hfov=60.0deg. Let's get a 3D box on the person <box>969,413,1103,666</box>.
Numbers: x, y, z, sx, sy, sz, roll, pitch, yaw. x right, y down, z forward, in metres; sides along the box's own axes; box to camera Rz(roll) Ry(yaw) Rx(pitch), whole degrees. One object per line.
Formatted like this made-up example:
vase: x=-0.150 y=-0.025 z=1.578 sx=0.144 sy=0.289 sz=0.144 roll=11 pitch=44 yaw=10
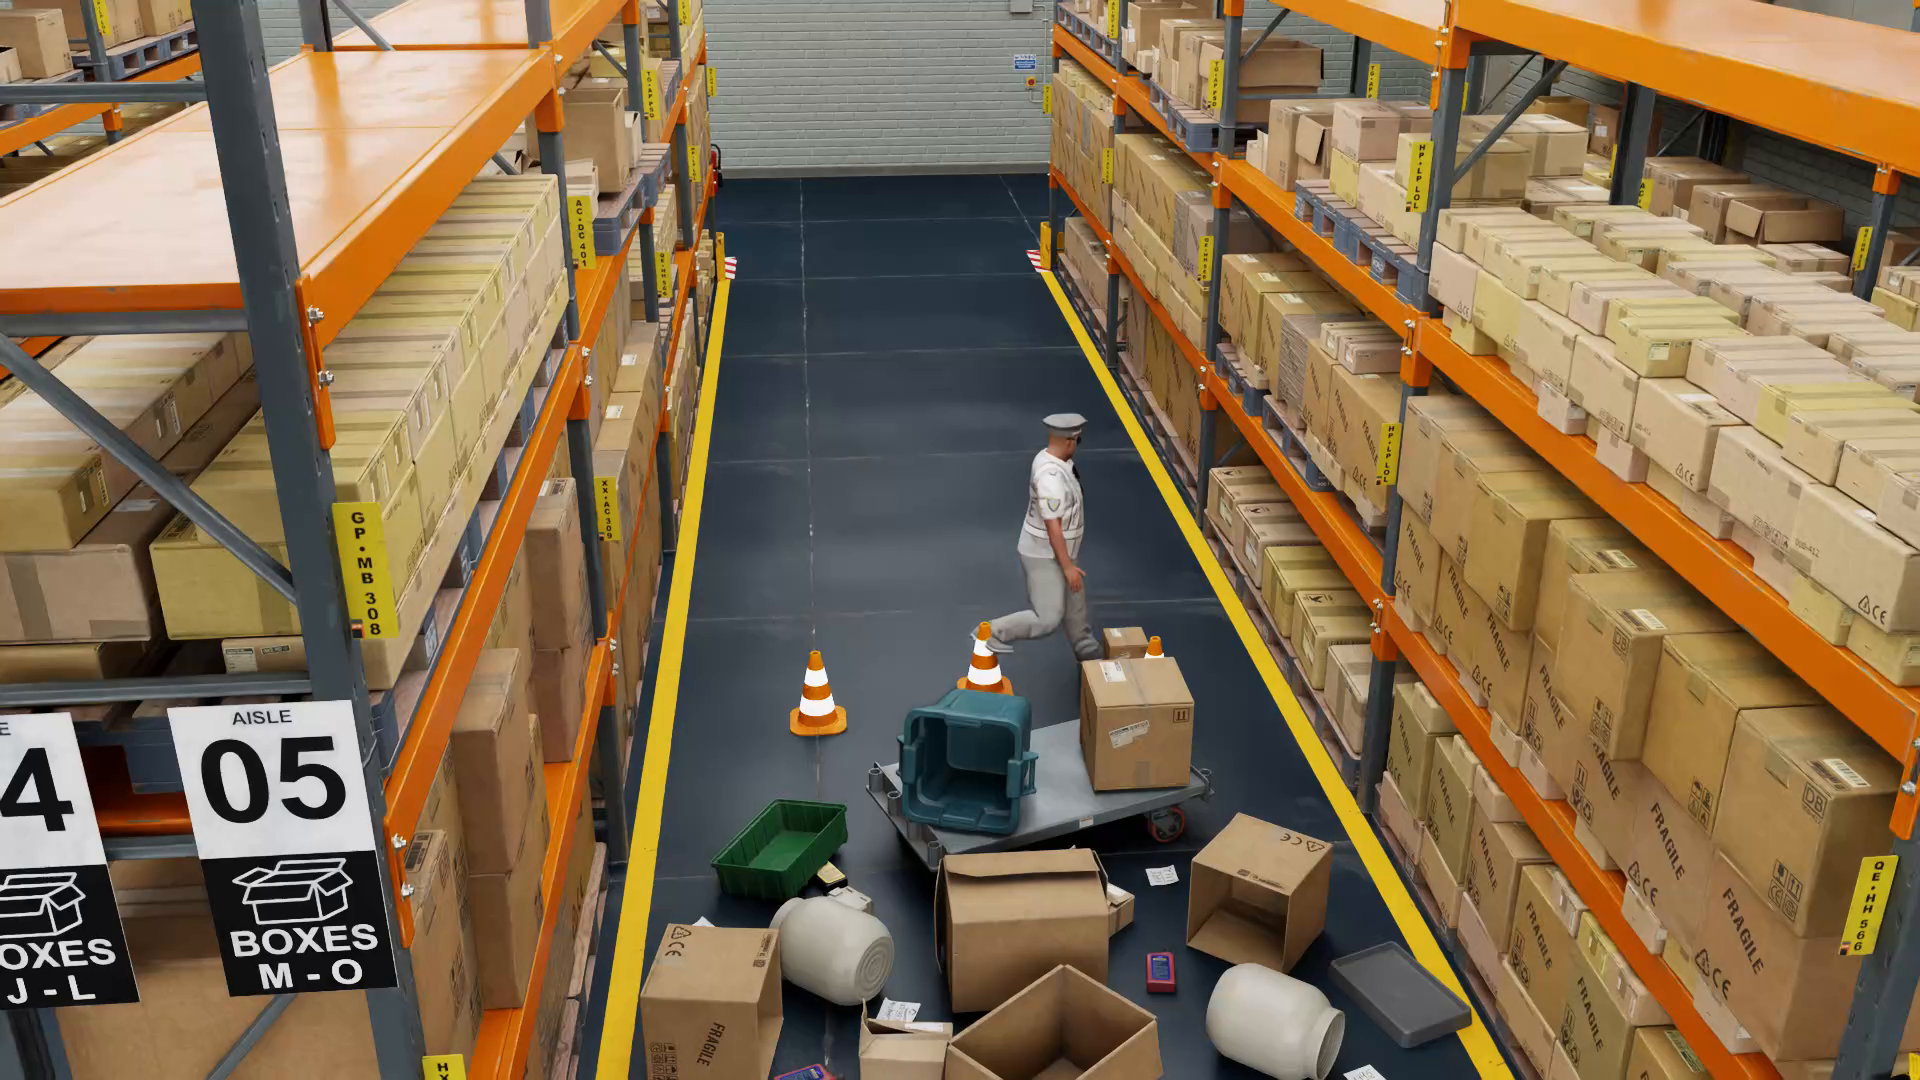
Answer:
person: x=0.553 y=0.079 z=10.155 sx=0.957 sy=1.712 sz=0.676 roll=3 pitch=24 yaw=7
